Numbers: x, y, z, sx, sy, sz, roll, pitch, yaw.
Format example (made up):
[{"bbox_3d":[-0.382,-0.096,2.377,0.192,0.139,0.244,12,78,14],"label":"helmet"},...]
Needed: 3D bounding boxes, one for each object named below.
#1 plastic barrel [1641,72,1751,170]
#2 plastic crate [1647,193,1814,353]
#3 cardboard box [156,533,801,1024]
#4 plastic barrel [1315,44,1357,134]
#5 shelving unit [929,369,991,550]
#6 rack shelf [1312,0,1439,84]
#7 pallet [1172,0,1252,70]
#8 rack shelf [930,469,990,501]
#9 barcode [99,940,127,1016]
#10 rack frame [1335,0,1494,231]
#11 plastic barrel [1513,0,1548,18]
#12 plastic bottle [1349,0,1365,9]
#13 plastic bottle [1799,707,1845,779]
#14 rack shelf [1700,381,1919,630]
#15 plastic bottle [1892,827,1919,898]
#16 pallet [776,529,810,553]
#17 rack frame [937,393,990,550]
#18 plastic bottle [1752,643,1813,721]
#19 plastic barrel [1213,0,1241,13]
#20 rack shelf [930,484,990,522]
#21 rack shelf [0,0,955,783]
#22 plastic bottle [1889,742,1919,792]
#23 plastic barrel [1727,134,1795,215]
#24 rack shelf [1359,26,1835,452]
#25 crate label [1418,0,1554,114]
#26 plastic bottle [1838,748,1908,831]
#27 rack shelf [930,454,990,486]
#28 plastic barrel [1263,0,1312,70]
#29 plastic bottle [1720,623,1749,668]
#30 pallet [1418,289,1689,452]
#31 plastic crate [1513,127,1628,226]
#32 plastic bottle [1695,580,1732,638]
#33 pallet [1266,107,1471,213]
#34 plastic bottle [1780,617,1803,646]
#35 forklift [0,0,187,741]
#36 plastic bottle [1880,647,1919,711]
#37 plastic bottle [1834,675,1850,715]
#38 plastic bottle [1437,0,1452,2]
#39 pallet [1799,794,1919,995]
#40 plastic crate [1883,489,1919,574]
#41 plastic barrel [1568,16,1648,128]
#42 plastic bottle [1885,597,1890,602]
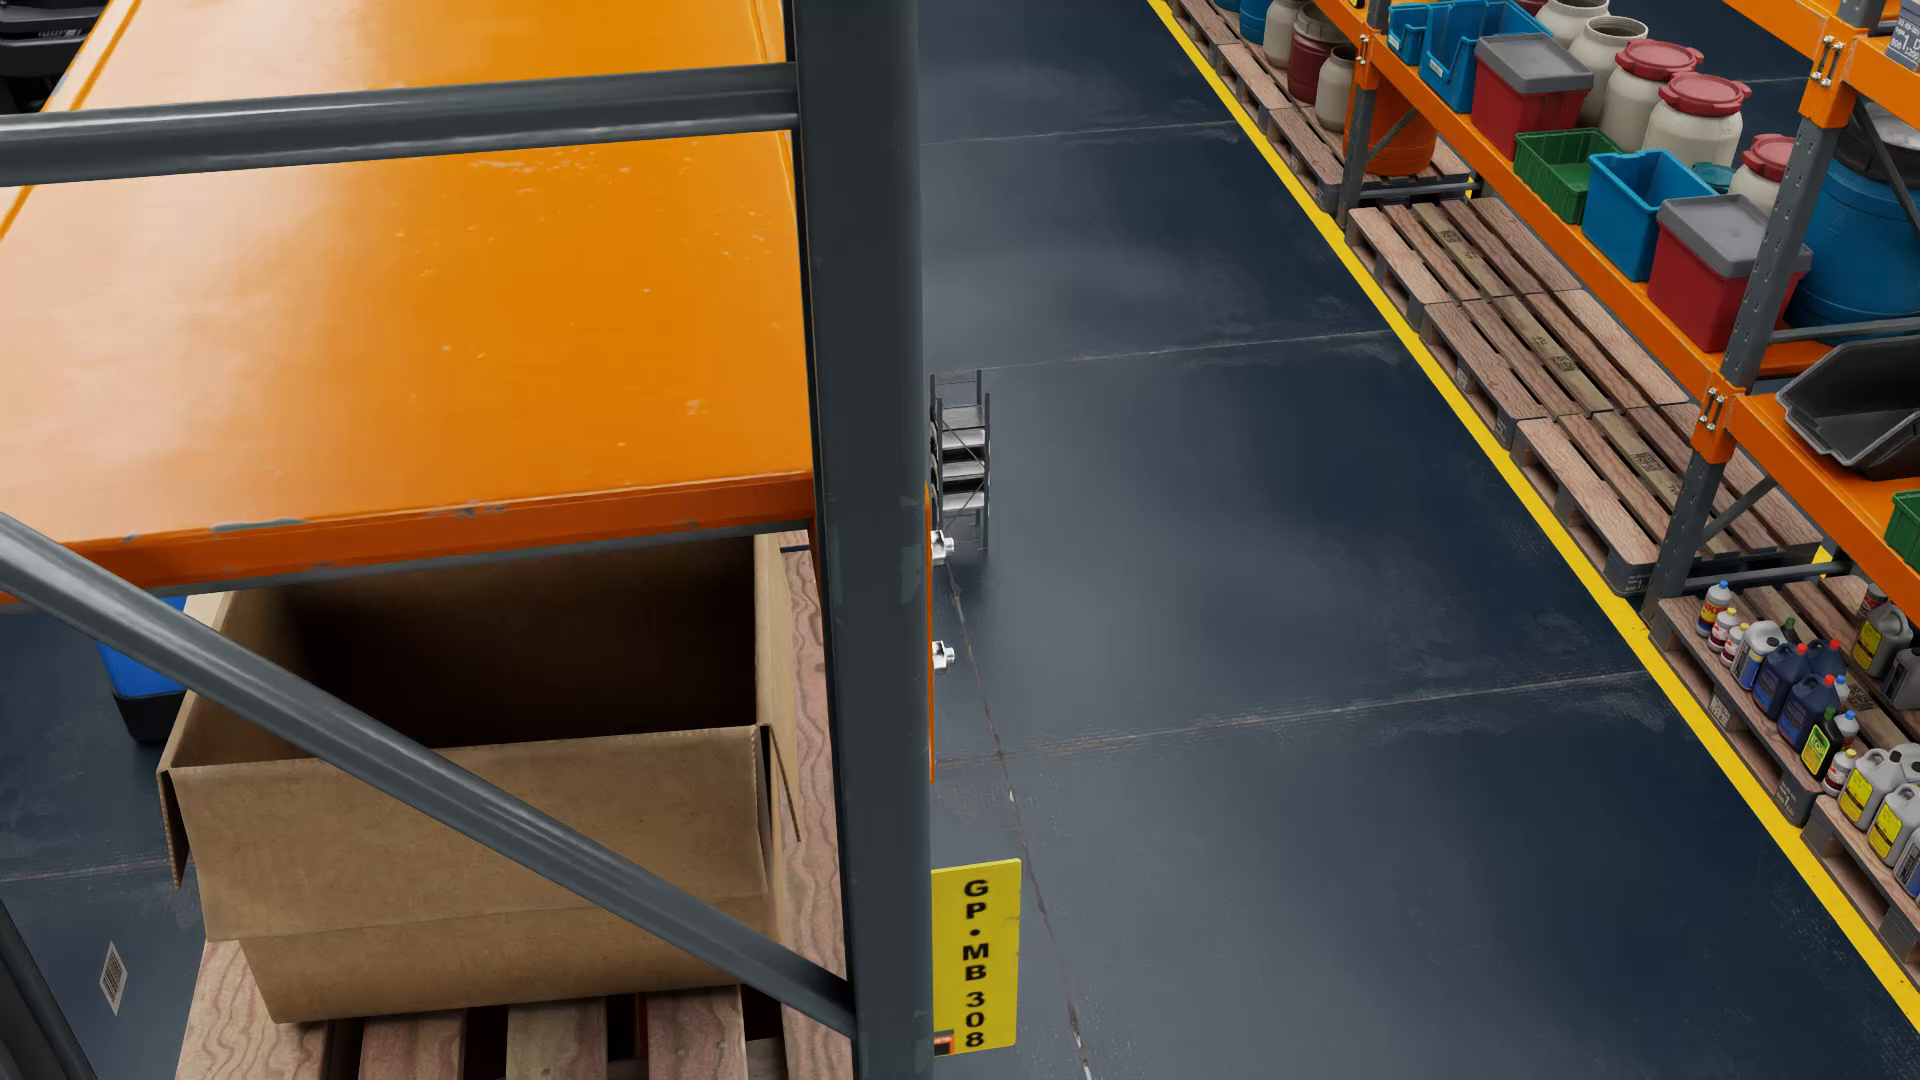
[{"bbox_3d":[3.564,-1.952,8.107,0.433,0.535,0.433,0,38,0],"label":"plastic barrel"},{"bbox_3d":[3.259,-1.139,7.119,0.402,0.464,0.583,-6,38,-8],"label":"plastic crate"},{"bbox_3d":[-0.628,0.299,2.335,0.797,0.503,0.637,-4,38,-5],"label":"cardboard box"},{"bbox_3d":[2.654,-3.078,11.353,0.421,0.512,0.421,0,38,0],"label":"plastic barrel"},{"bbox_3d":[-0.001,-0.360,7.880,0.258,0.900,0.210,-6,38,-8],"label":"shelving unit"},{"bbox_3d":[2.593,-4.194,11.690,1.077,0.370,4.000,-6,38,-8],"label":"rack shelf"},{"bbox_3d":[2.336,-4.114,13.274,1.003,0.211,1.213,-6,38,-8],"label":"pallet"},{"bbox_3d":[-0.001,-0.263,7.956,0.258,0.077,0.200,-6,38,-8],"label":"rack shelf"},{"bbox_3d":[-1.059,0.548,2.081,0.001,0.075,0.075,-6,38,-8],"label":"barcode"},{"bbox_3d":[2.943,-3.270,9.914,1.000,3.000,0.127,-6,38,-8],"label":"rack frame"},{"bbox_3d":[3.323,-3.076,9.553,0.600,0.536,0.708,-6,38,-8],"label":"plastic barrel"},{"bbox_3d":[2.453,-3.422,10.205,0.061,0.283,0.133,-6,38,-8],"label":"plastic bottle"},{"bbox_3d":[3.399,0.795,6.537,0.061,0.283,0.133,-5,38,-6],"label":"plastic bottle"},{"bbox_3d":[3.995,0.638,5.470,1.077,0.370,4.000,-6,38,-8],"label":"rack shelf"},{"bbox_3d":[3.551,1.163,6.070,0.152,0.276,0.135,-7,38,-9],"label":"plastic bottle"},{"bbox_3d":[-0.847,-0.225,3.622,1.003,0.211,1.213,-6,38,-8],"label":"pallet"},{"bbox_3d":[0.016,-0.299,7.801,0.240,0.900,0.006,-6,38,-8],"label":"rack frame"},{"bbox_3d":[3.378,0.551,6.797,0.144,0.351,0.185,-5,38,-7],"label":"plastic bottle"},{"bbox_3d":[2.321,-4.693,13.113,0.600,0.901,0.708,-6,38,-8],"label":"plastic barrel"},{"bbox_3d":[-0.001,-0.192,8.011,0.258,0.077,0.200,-6,38,-8],"label":"rack shelf"},{"bbox_3d":[-0.882,-1.043,3.069,1.077,0.370,4.000,-6,38,-8],"label":"rack shelf"},{"bbox_3d":[3.627,0.920,6.383,0.152,0.276,0.135,-6,38,-8],"label":"plastic bottle"},{"bbox_3d":[3.693,-1.509,7.537,0.433,0.535,0.433,0,38,0],"label":"plastic barrel"},{"bbox_3d":[3.294,-1.778,8.580,1.077,0.370,4.000,-6,38,-8],"label":"rack shelf"},{"bbox_3d":[2.851,-2.655,9.093,0.502,0.435,0.616,-6,38,-8],"label":"crate label"},{"bbox_3d":[3.485,0.921,6.320,0.144,0.351,0.185,-7,38,-8],"label":"plastic bottle"},{"bbox_3d":[-0.001,-0.334,7.901,0.258,0.077,0.200,-6,38,-8],"label":"rack shelf"},{"bbox_3d":[2.456,-3.761,12.231,0.421,0.512,0.421,0,38,0],"label":"plastic barrel"},{"bbox_3d":[3.305,0.440,7.061,0.097,0.201,0.097,0,38,0],"label":"plastic bottle"},{"bbox_3d":[3.252,-0.961,9.215,1.003,0.211,1.213,-6,38,-8],"label":"pallet"},{"bbox_3d":[3.062,-1.792,8.184,0.450,0.188,0.662,-6,38,-8],"label":"plastic crate"},{"bbox_3d":[3.269,0.289,7.198,0.097,0.271,0.097,0,38,0],"label":"plastic bottle"},{"bbox_3d":[2.764,-2.640,11.377,1.003,0.211,1.213,-6,38,-8],"label":"pallet"},{"bbox_3d":[3.457,0.465,6.962,0.061,0.283,0.133,-6,38,-8],"label":"plastic bottle"},{"bbox_3d":[-3.275,-1.222,7.334,1.130,2.935,3.031,-7,38,-9],"label":"forklift"},{"bbox_3d":[3.934,0.553,6.855,0.152,0.276,0.135,-6,38,-8],"label":"plastic bottle"},{"bbox_3d":[3.522,0.656,6.725,0.097,0.271,0.097,0,38,0],"label":"plastic bottle"},{"bbox_3d":[3.036,-3.501,10.312,0.152,0.276,0.135,-6,38,-8],"label":"plastic bottle"},{"bbox_3d":[3.939,1.396,6.181,1.003,0.211,1.213,-6,38,-8],"label":"pallet"},{"bbox_3d":[3.605,0.080,5.775,0.450,0.188,0.662,-6,38,-8],"label":"plastic crate"},{"bbox_3d":[3.408,-2.461,8.782,0.421,0.512,0.421,0,38,0],"label":"plastic barrel"},{"bbox_3d":[4.054,0.300,7.174,0.061,0.283,0.133,-4,38,-6],"label":"plastic bottle"}]
